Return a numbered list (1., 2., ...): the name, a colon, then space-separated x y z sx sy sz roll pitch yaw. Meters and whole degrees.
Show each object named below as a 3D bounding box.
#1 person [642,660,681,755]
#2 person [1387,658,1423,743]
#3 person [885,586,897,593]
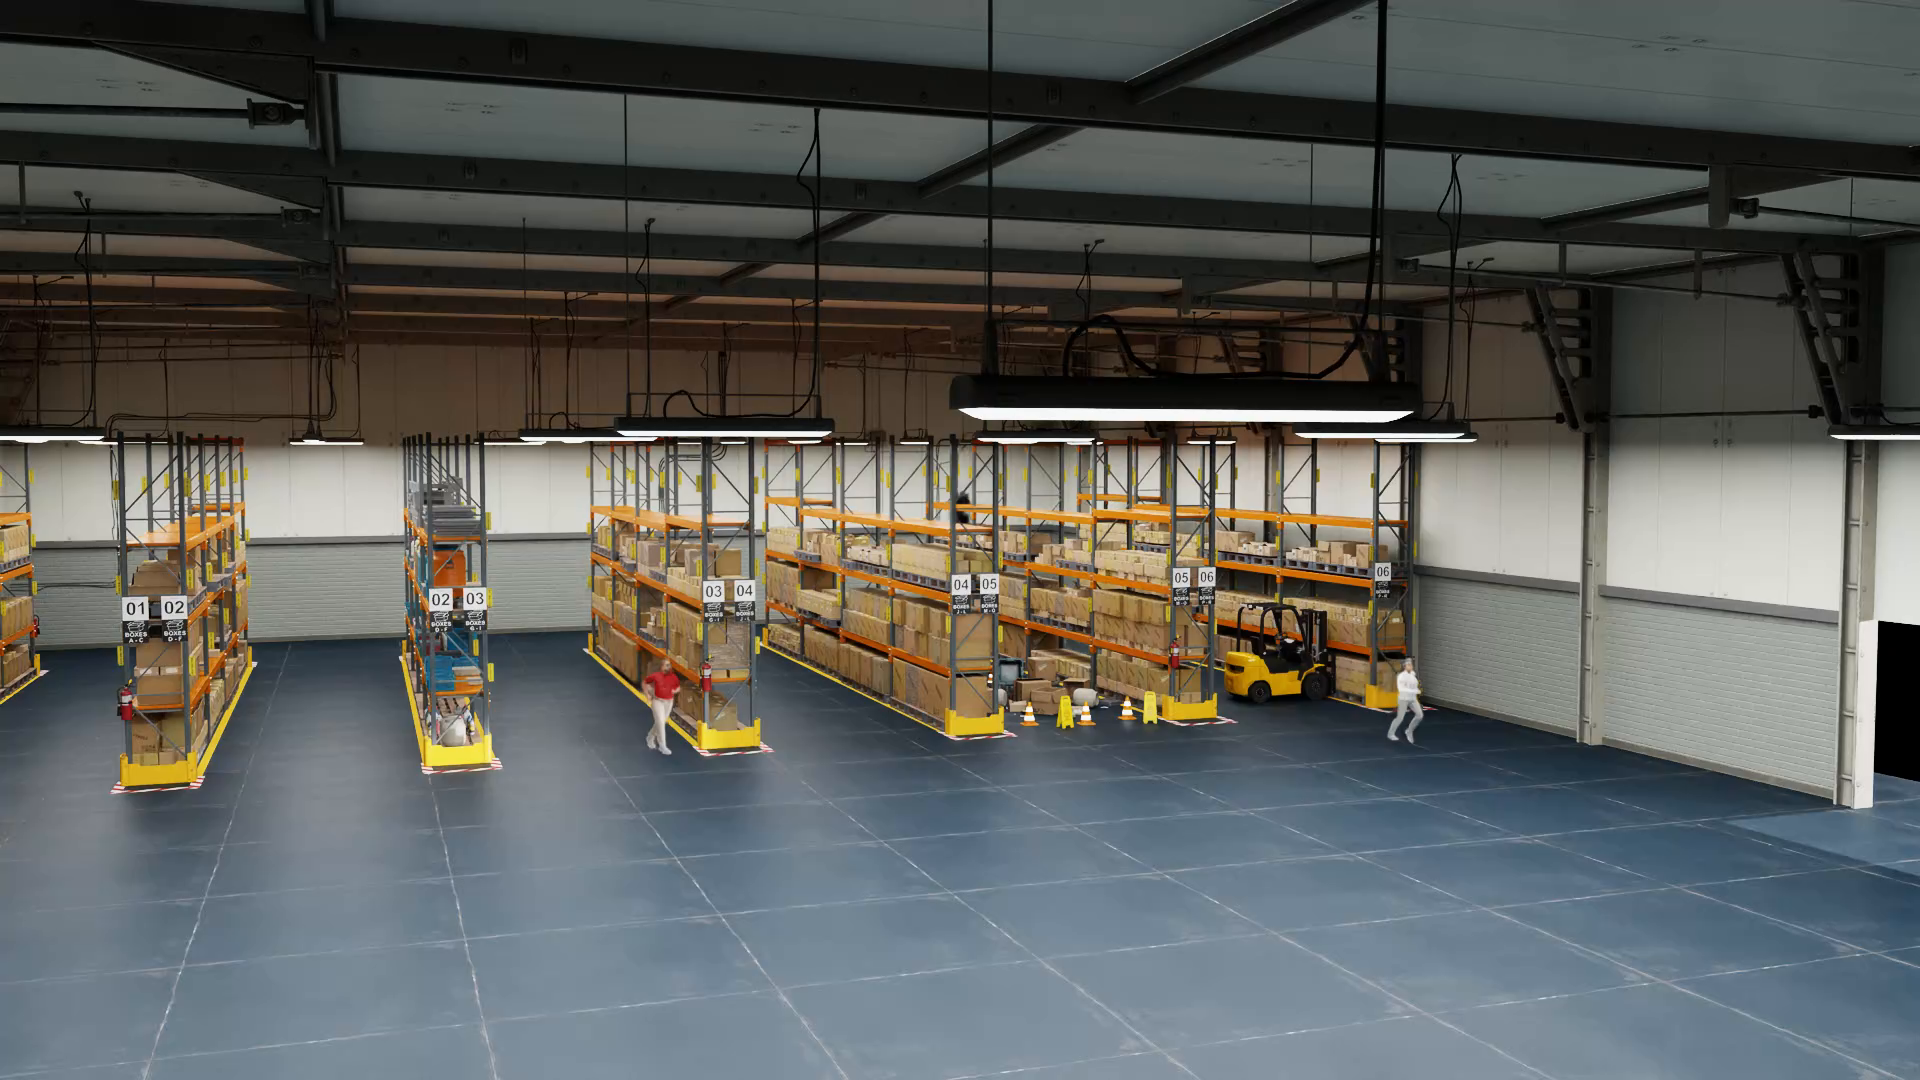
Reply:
1. person: -5.560 3.097 31.249 0.674 1.701 1.029 -3 4 -43
2. person: 8.652 3.090 32.118 0.622 1.670 0.828 -2 4 -27
3. person: -2.108 1.985 51.005 1.025 1.760 0.705 -1 3 -9
